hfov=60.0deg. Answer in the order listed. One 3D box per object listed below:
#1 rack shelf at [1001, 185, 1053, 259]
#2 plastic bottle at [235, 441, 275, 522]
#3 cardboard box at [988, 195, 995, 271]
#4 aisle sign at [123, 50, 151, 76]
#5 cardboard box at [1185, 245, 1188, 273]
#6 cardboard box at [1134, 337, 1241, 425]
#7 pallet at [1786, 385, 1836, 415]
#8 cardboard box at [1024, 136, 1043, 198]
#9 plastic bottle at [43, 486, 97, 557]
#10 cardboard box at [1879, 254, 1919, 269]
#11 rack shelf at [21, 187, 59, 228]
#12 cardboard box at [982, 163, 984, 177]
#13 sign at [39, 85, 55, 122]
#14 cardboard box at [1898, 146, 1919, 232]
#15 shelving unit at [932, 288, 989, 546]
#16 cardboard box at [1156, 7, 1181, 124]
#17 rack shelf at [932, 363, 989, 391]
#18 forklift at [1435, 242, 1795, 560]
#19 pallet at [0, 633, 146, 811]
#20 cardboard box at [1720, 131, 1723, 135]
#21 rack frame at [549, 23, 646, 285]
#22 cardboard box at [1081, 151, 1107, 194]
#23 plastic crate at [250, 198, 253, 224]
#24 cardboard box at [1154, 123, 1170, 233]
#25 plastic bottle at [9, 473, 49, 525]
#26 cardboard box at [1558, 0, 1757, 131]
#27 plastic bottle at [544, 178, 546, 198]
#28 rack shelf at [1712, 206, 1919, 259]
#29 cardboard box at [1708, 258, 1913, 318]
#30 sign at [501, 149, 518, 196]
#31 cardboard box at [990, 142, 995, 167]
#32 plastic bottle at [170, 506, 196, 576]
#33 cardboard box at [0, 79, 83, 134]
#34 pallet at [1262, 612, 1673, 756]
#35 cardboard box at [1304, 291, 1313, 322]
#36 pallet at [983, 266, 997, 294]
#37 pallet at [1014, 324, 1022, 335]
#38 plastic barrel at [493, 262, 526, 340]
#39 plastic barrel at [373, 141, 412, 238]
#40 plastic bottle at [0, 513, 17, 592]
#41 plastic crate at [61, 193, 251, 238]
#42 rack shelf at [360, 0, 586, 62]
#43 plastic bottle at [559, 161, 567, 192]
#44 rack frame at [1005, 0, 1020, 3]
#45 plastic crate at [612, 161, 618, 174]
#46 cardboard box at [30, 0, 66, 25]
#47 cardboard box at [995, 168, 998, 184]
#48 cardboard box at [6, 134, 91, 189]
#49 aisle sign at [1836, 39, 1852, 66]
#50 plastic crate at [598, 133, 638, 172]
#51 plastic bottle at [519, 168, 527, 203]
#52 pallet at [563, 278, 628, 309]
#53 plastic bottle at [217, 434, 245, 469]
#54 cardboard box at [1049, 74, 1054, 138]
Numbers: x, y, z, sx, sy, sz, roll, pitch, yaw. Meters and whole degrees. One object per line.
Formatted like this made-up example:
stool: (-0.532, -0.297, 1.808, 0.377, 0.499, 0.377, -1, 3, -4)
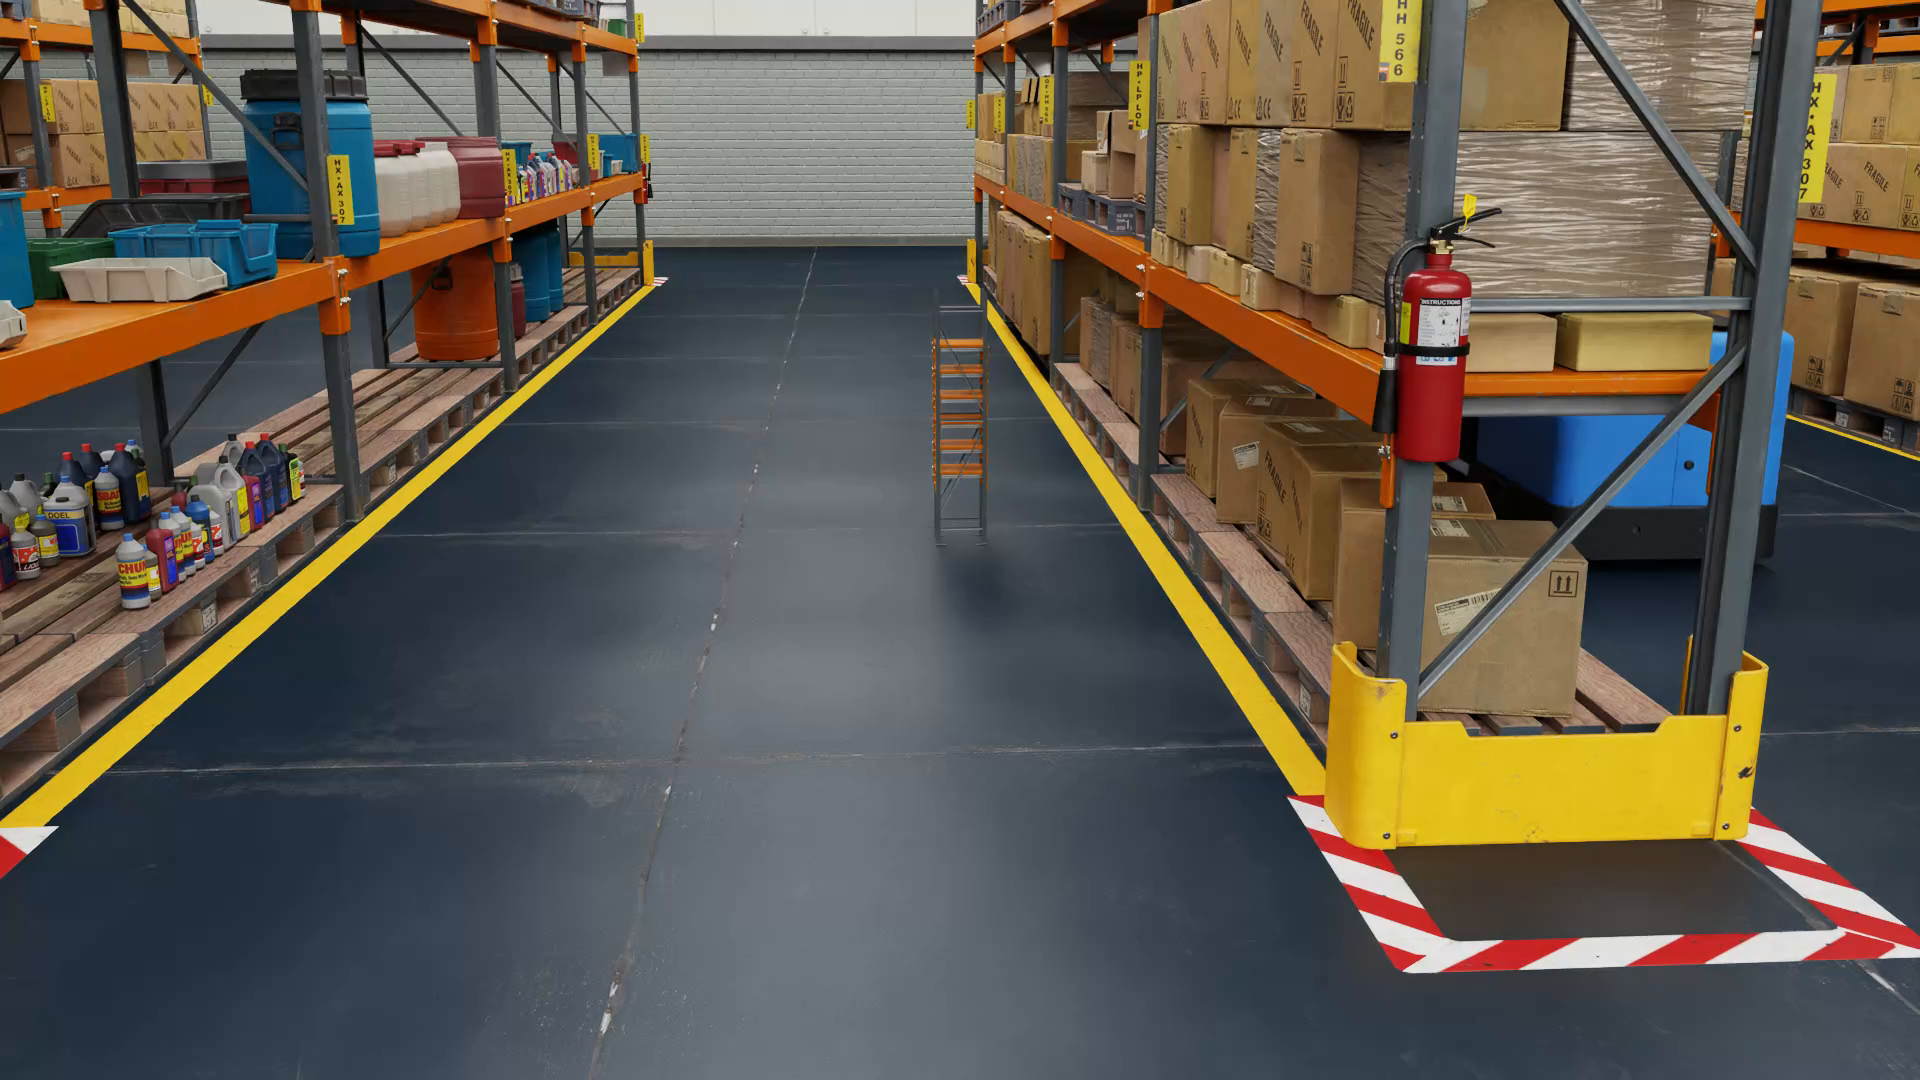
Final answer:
rack shelf: (1.054, -2.757, 14.165, 1.077, 0.370, 4.000, -1, 14, -3)
plastic bottle: (-3.178, -0.263, 7.463, 0.144, 0.351, 0.185, -2, 15, -6)
cardboard box: (0.802, -3.614, 19.473, 0.875, 0.875, 0.875, -1, 14, -3)
aisle sign: (-9.502, -5.717, 19.008, 0.394, 0.787, 0.004, -1, 14, -3)
cardboard box: (1.210, -1.247, 7.358, 0.380, 0.149, 0.250, -1, 14, -3)
cardboard box: (1.399, -0.887, 9.589, 0.700, 0.500, 0.500, -1, 14, -4)
pallet: (6.109, -1.112, 11.923, 1.003, 0.211, 1.213, -1, 14, -3)
cardboard box: (0.809, -3.155, 14.068, 0.500, 0.500, 0.500, -1, 14, -2)
plastic bottle: (-3.697, -0.079, 6.898, 0.152, 0.276, 0.135, -1, 14, -3)
cardboard box: (10.834, -3.099, 18.349, 0.875, 0.438, 0.875, -1, 14, -5)
rack shelf: (-8.833, -2.605, 13.574, 1.077, 0.370, 4.000, -1, 14, -3)
cardboard box: (0.441, -4.127, 18.550, 0.380, 0.149, 0.250, -1, 14, -5)
sign: (-8.403, -4.021, 15.310, 0.100, 0.325, 0.005, -1, 14, -3)
cardboard box: (6.021, -2.090, 9.928, 0.500, 0.500, 0.500, -1, 14, -3)
shelving unit: (0.001, -0.577, 7.863, 0.258, 1.200, 0.189, -1, 14, -3)
cardboard box: (1.200, -2.174, 7.651, 0.500, 0.500, 0.500, -1, 14, -3)
rack shelf: (0.001, -0.767, 7.814, 0.258, 0.103, 0.180, -1, 14, -3)
forklift: (3.079, -1.640, 8.517, 1.130, 2.935, 3.031, -1, 14, -2)
pallet: (-3.366, 0.588, 5.316, 1.003, 0.211, 1.213, -1, 14, -3)
cardboard box: (5.647, -3.144, 12.693, 0.380, 0.149, 0.250, -1, 15, -6)
rack frame: (-4.261, -4.521, 19.578, 1.000, 3.000, 0.127, -1, 14, -3)
cardboard box: (1.053, -2.318, 10.475, 0.500, 0.250, 0.500, -1, 14, -5)
plastic crate: (-3.896, -1.798, 9.028, 0.392, 0.384, 0.575, -1, 14, -3)
cardboard box: (1.392, -1.693, 7.787, 0.875, 0.500, 0.500, -1, 14, -3)
plastic bottle: (-3.843, -0.107, 6.855, 0.144, 0.351, 0.185, -1, 14, -4)
cardboard box: (1.912, -1.436, 4.783, 0.500, 0.500, 0.500, -1, 14, -3)
plastic bottle: (-3.555, -3.001, 14.069, 0.097, 0.201, 0.097, 0, 14, 0)
rack shelf: (6.259, -1.813, 10.498, 1.077, 0.370, 4.000, -1, 14, -3)
cardboard box: (6.083, -1.620, 11.976, 1.050, 0.750, 0.750, -1, 14, -4)
sign: (-3.217, -2.621, 11.864, 0.100, 0.325, 0.005, -1, 14, -3)
cardboard box: (0.575, -4.035, 17.394, 0.500, 0.250, 0.500, -1, 14, -2)
plastic bottle: (-3.098, 0.001, 6.596, 0.097, 0.271, 0.097, 0, 14, 0)
cardboard box: (-8.705, -4.105, 15.753, 0.500, 0.500, 0.500, -1, 14, -2)
pallet: (1.654, 0.511, 5.618, 1.003, 0.211, 1.213, -1, 14, -3)
cardboard box: (1.394, -0.813, 5.671, 0.380, 0.149, 0.250, -1, 14, -3)
pallet: (0.810, -3.049, 19.454, 1.003, 0.211, 1.213, -1, 14, -3)
pallet: (1.053, -2.061, 15.615, 1.003, 0.211, 1.213, -1, 14, -3)
plastic barrel: (-3.882, -1.969, 13.656, 0.600, 0.588, 0.708, -1, 14, -3)
plastic barrel: (-3.403, -2.026, 9.609, 0.433, 0.535, 0.433, 0, 14, 0)
plastic bottle: (-3.703, 0.046, 6.397, 0.061, 0.283, 0.133, -1, 14, -3)
plastic crate: (-3.612, -1.374, 7.473, 0.767, 0.338, 0.504, -1, 14, -3)
rack shelf: (-3.889, -4.133, 13.494, 1.077, 0.370, 4.000, -1, 14, -3)
plastic bottle: (-3.643, -3.282, 15.012, 0.152, 0.276, 0.135, -1, 14, -3)
rack frame: (0.930, -6.508, 15.261, 1.000, 3.000, 0.127, -1, 14, -3)
plastic crate: (-4.026, -4.150, 18.545, 0.396, 0.136, 0.243, -1, 14, -3)
cardboard box: (-8.740, -4.955, 15.547, 0.500, 0.250, 0.500, -1, 14, -3)
cardboard box: (0.553, -3.680, 16.812, 0.380, 0.149, 0.250, -1, 14, -4)
cardboard box: (-8.717, -3.630, 15.914, 0.500, 0.500, 0.500, -1, 14, -2)
aisle sign: (10.879, -6.032, 20.234, 0.394, 0.787, 0.004, -1, 14, -3)
plastic crate: (-4.054, -4.487, 19.253, 0.616, 0.435, 0.499, -1, 14, -3)
plastic bottle: (-3.500, -2.817, 13.211, 0.097, 0.271, 0.097, 0, 14, 0)
pallet: (-4.176, -2.662, 17.949, 1.003, 0.211, 1.213, -1, 14, -3)
plastic bottle: (-3.334, -0.309, 7.640, 0.144, 0.351, 0.185, -1, 14, -3)
cardboard box: (1.112, -3.486, 13.342, 0.797, 0.503, 0.637, -1, 14, -2)
